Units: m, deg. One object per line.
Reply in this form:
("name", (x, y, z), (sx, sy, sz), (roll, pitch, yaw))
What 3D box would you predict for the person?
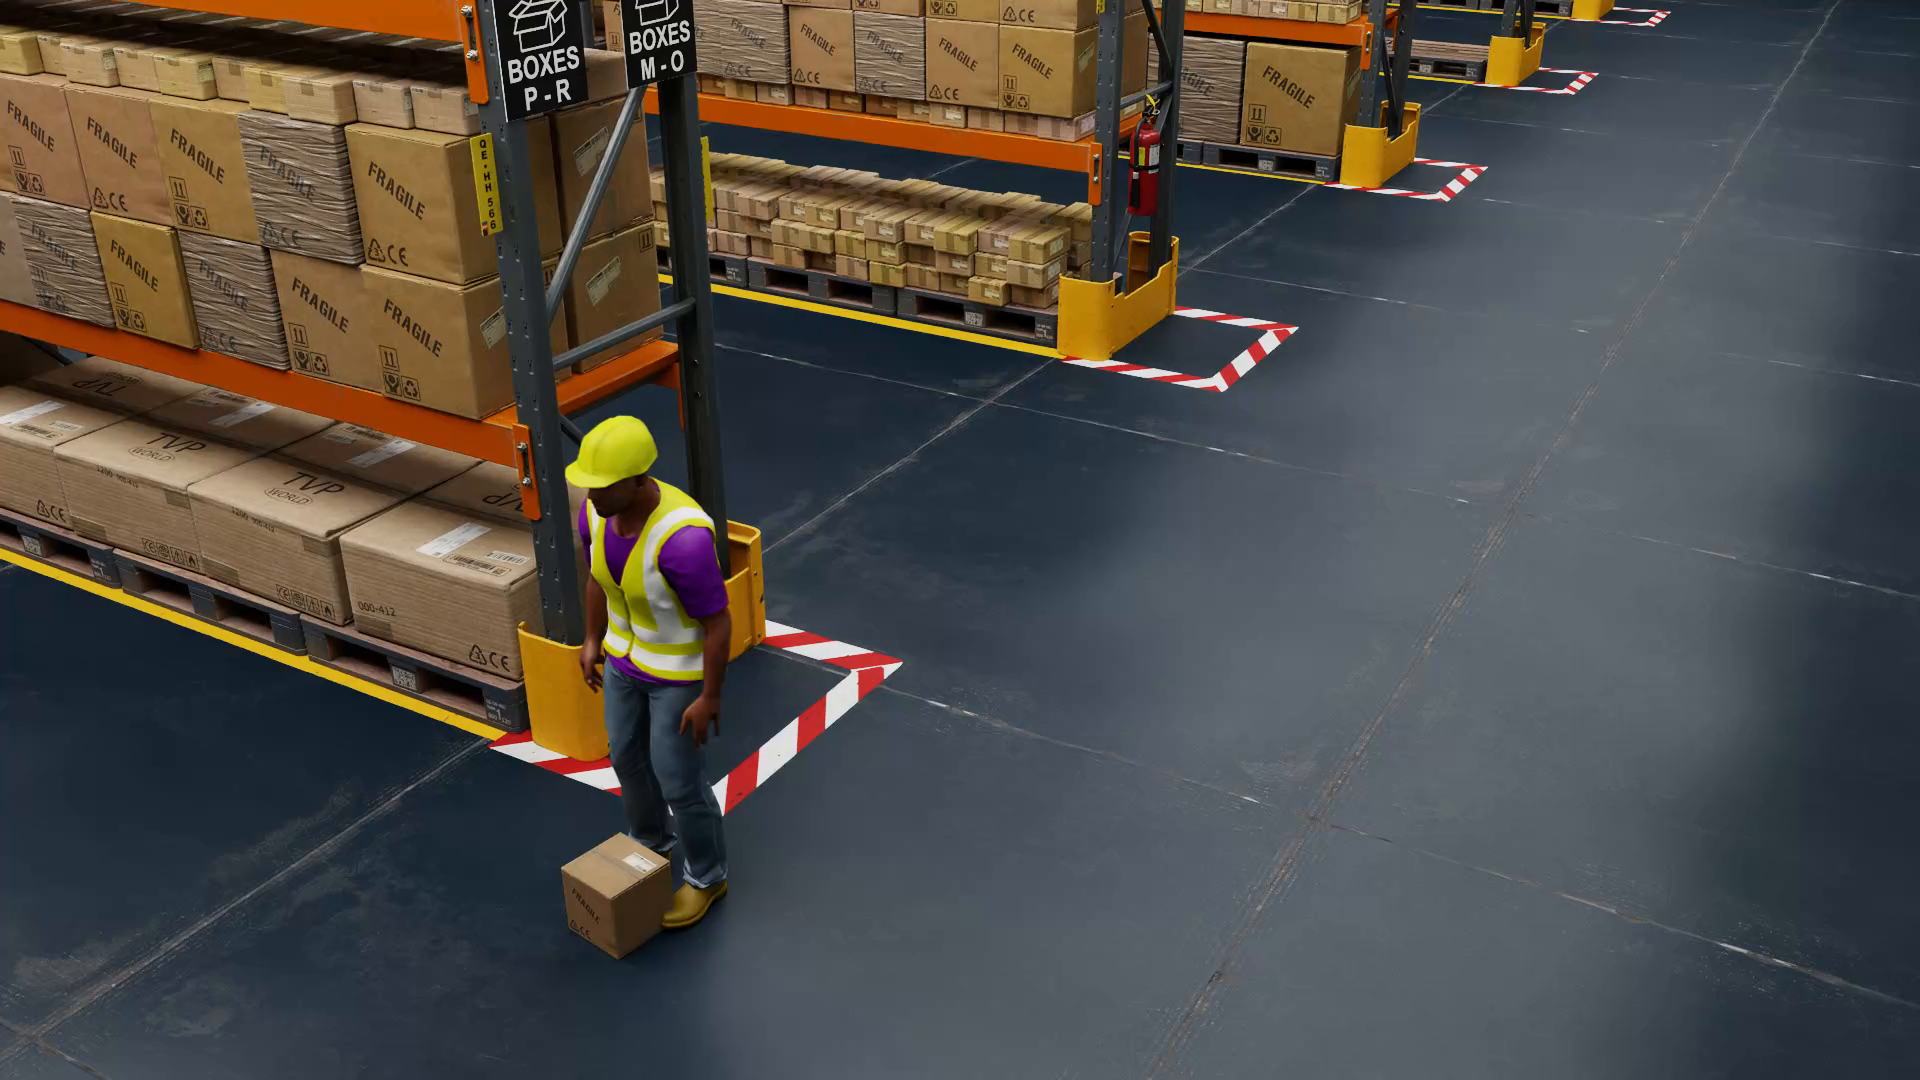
("person", (-0.979, 0.409, 5.270), (0.628, 1.761, 0.462), (21, 33, 36))
